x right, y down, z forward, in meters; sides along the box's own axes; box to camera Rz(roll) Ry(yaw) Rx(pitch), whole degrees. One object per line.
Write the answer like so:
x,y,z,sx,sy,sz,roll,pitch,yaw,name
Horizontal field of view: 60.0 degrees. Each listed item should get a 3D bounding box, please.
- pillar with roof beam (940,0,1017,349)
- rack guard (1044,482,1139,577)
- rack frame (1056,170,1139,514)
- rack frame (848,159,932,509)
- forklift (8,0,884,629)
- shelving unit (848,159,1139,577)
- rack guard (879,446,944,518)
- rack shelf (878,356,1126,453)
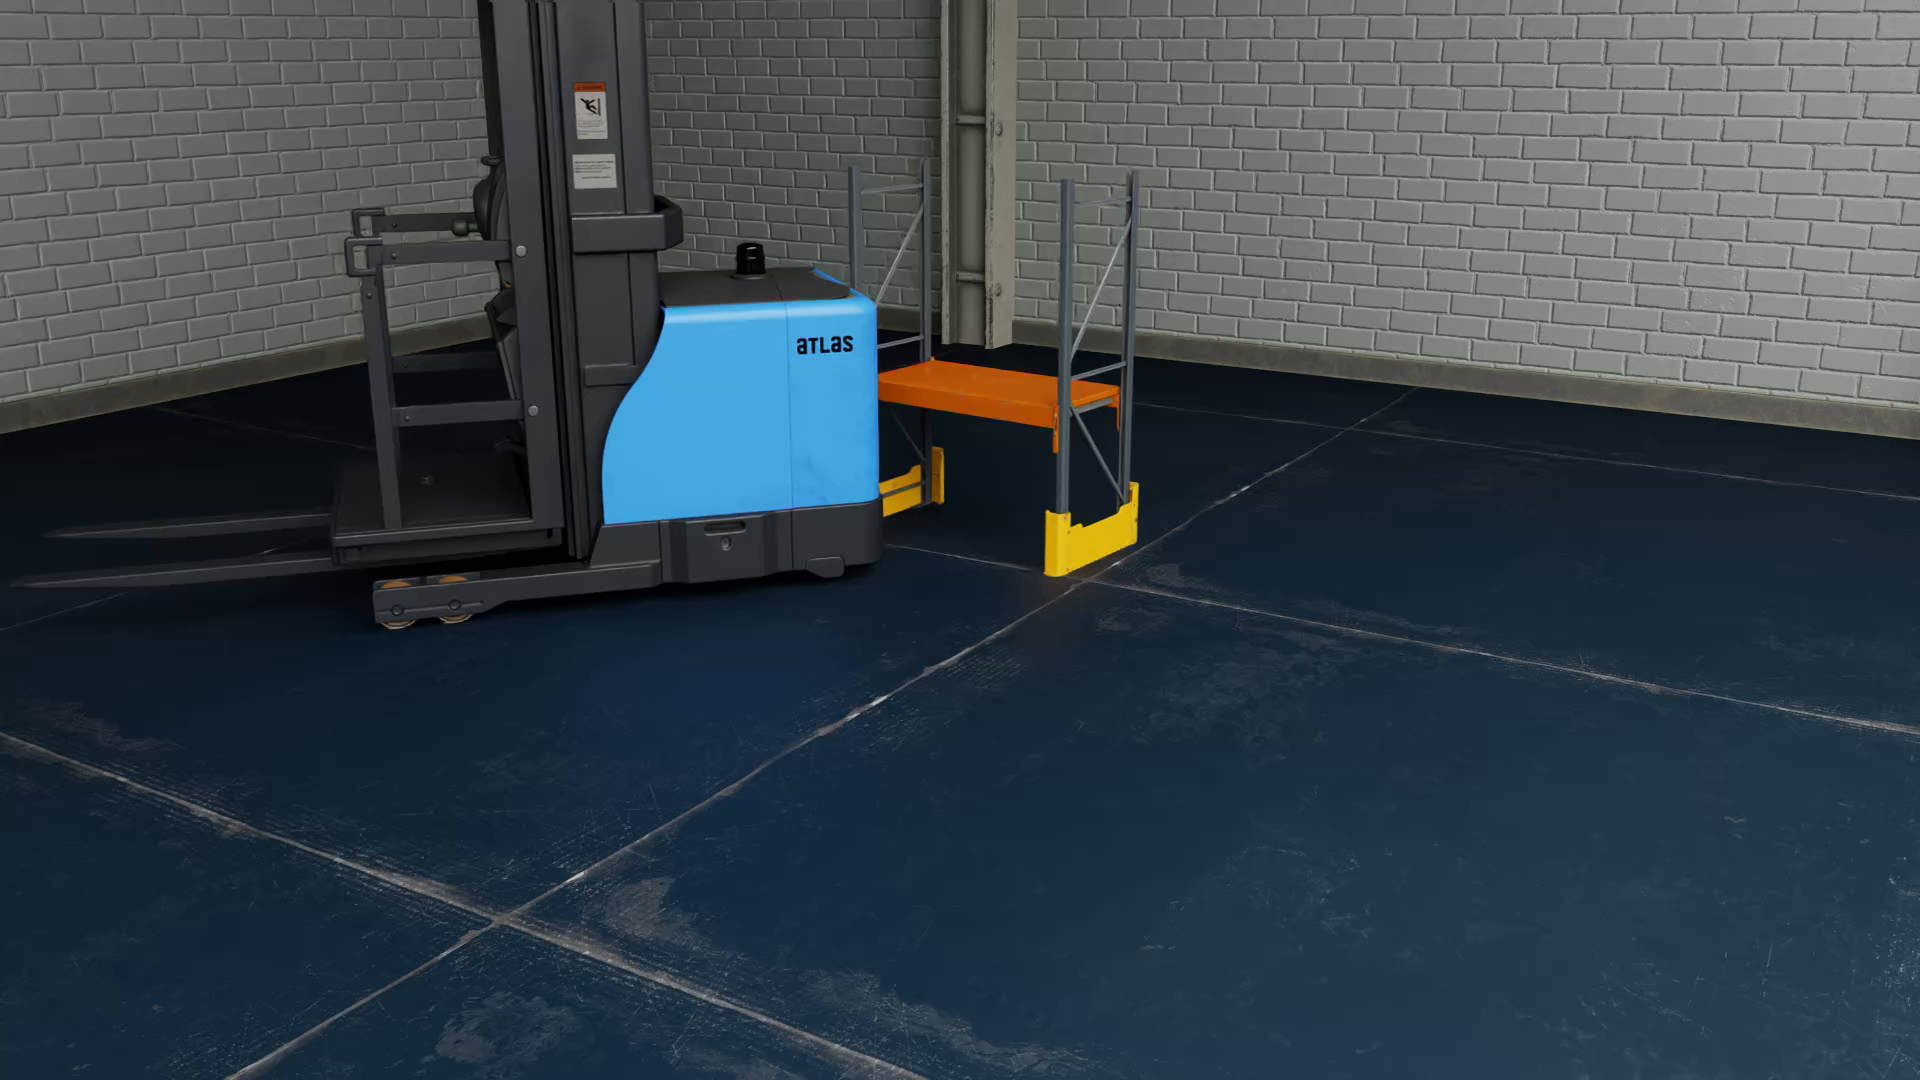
-2.133,-4.577,6.465,0.400,9.000,9.100,10,20,30,pillar with roof beam
0.528,-0.050,6.615,0.087,0.250,0.587,12,21,35,rack guard
0.529,-0.648,6.433,0.032,1.500,0.500,12,21,35,rack frame
-0.286,-0.825,7.015,0.032,1.500,0.500,12,21,35,rack frame
-1.869,-1.261,5.989,3.031,2.935,1.130,-5,18,-17,forklift
0.129,-0.734,6.719,1.083,1.500,0.587,12,21,35,shelving unit
-0.270,-0.223,7.186,0.087,0.250,0.587,12,21,35,rack guard
0.122,-0.564,6.776,1.000,0.185,0.538,12,21,35,rack shelf
